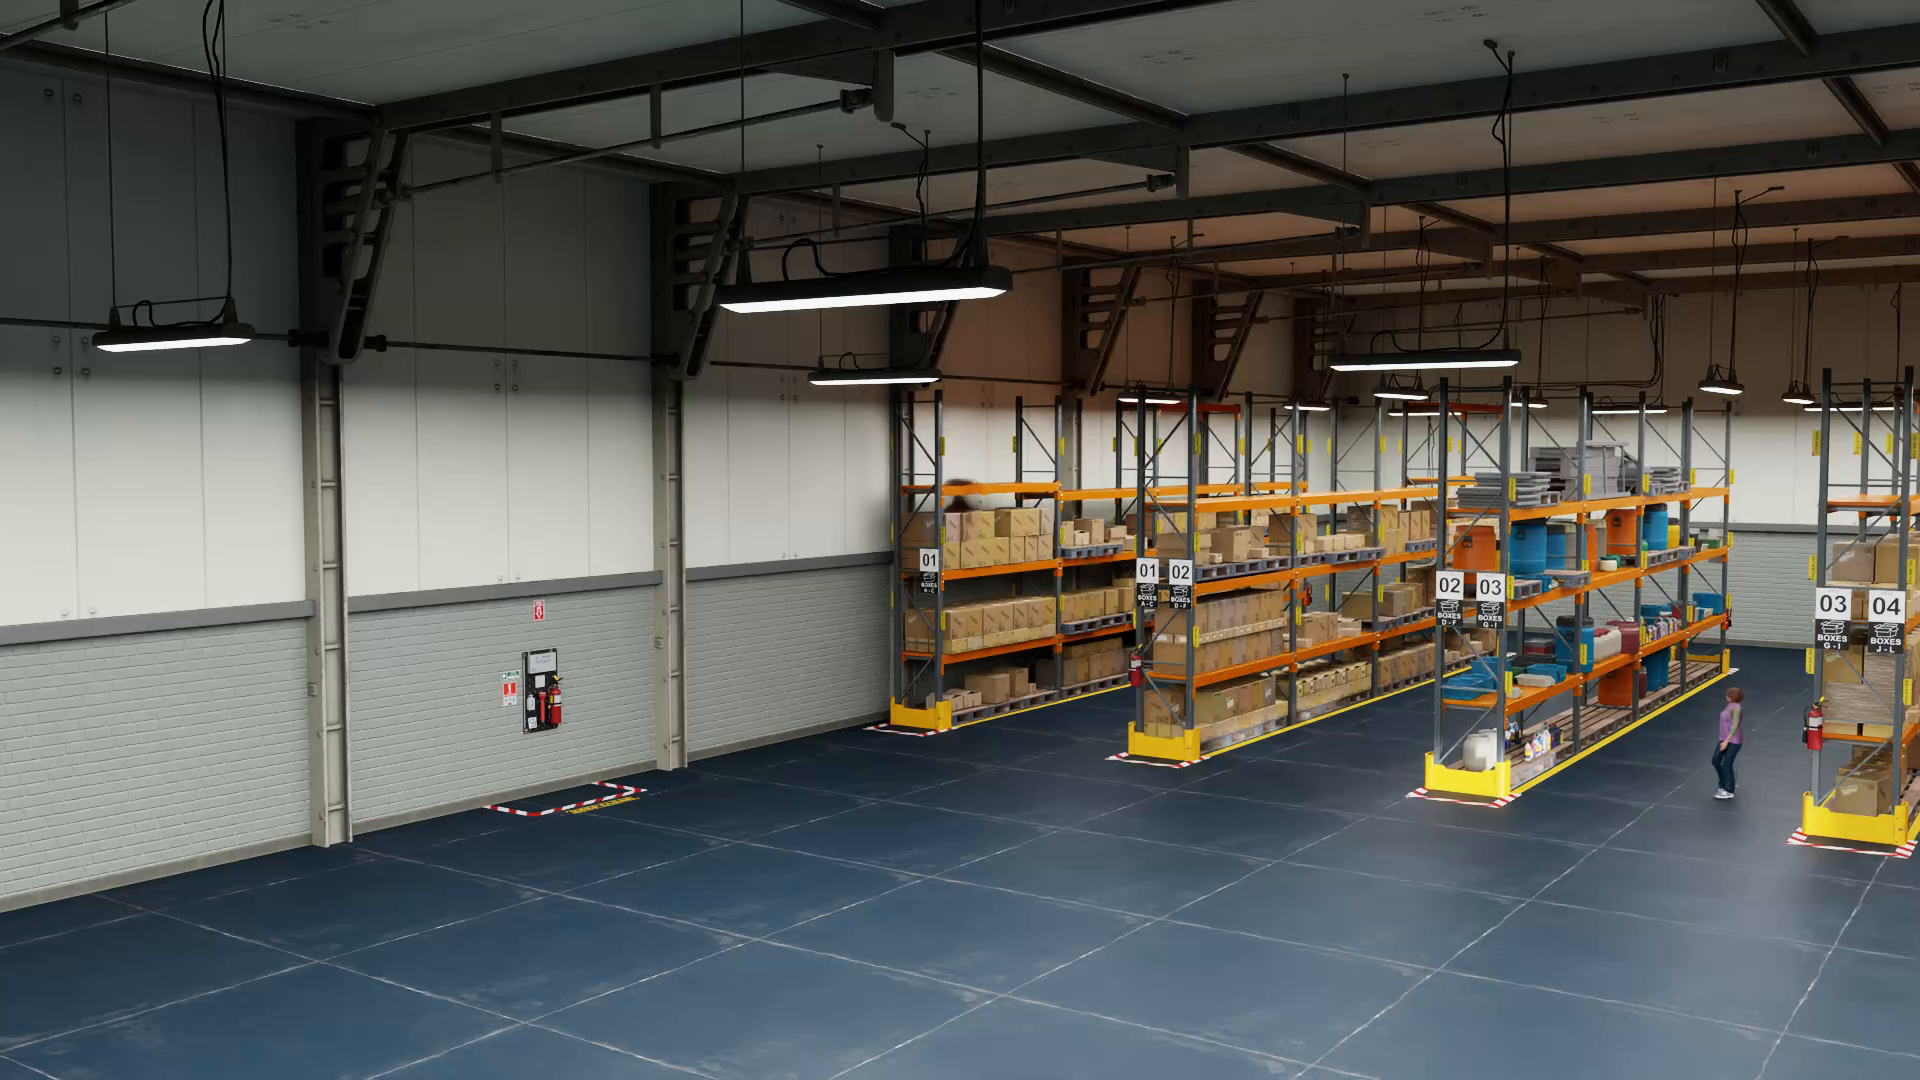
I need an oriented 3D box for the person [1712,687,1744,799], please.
[{"bbox_3d":[10.925,2.892,23.666,0.418,1.615,0.473,0,3,-5],"label":"person"}]
